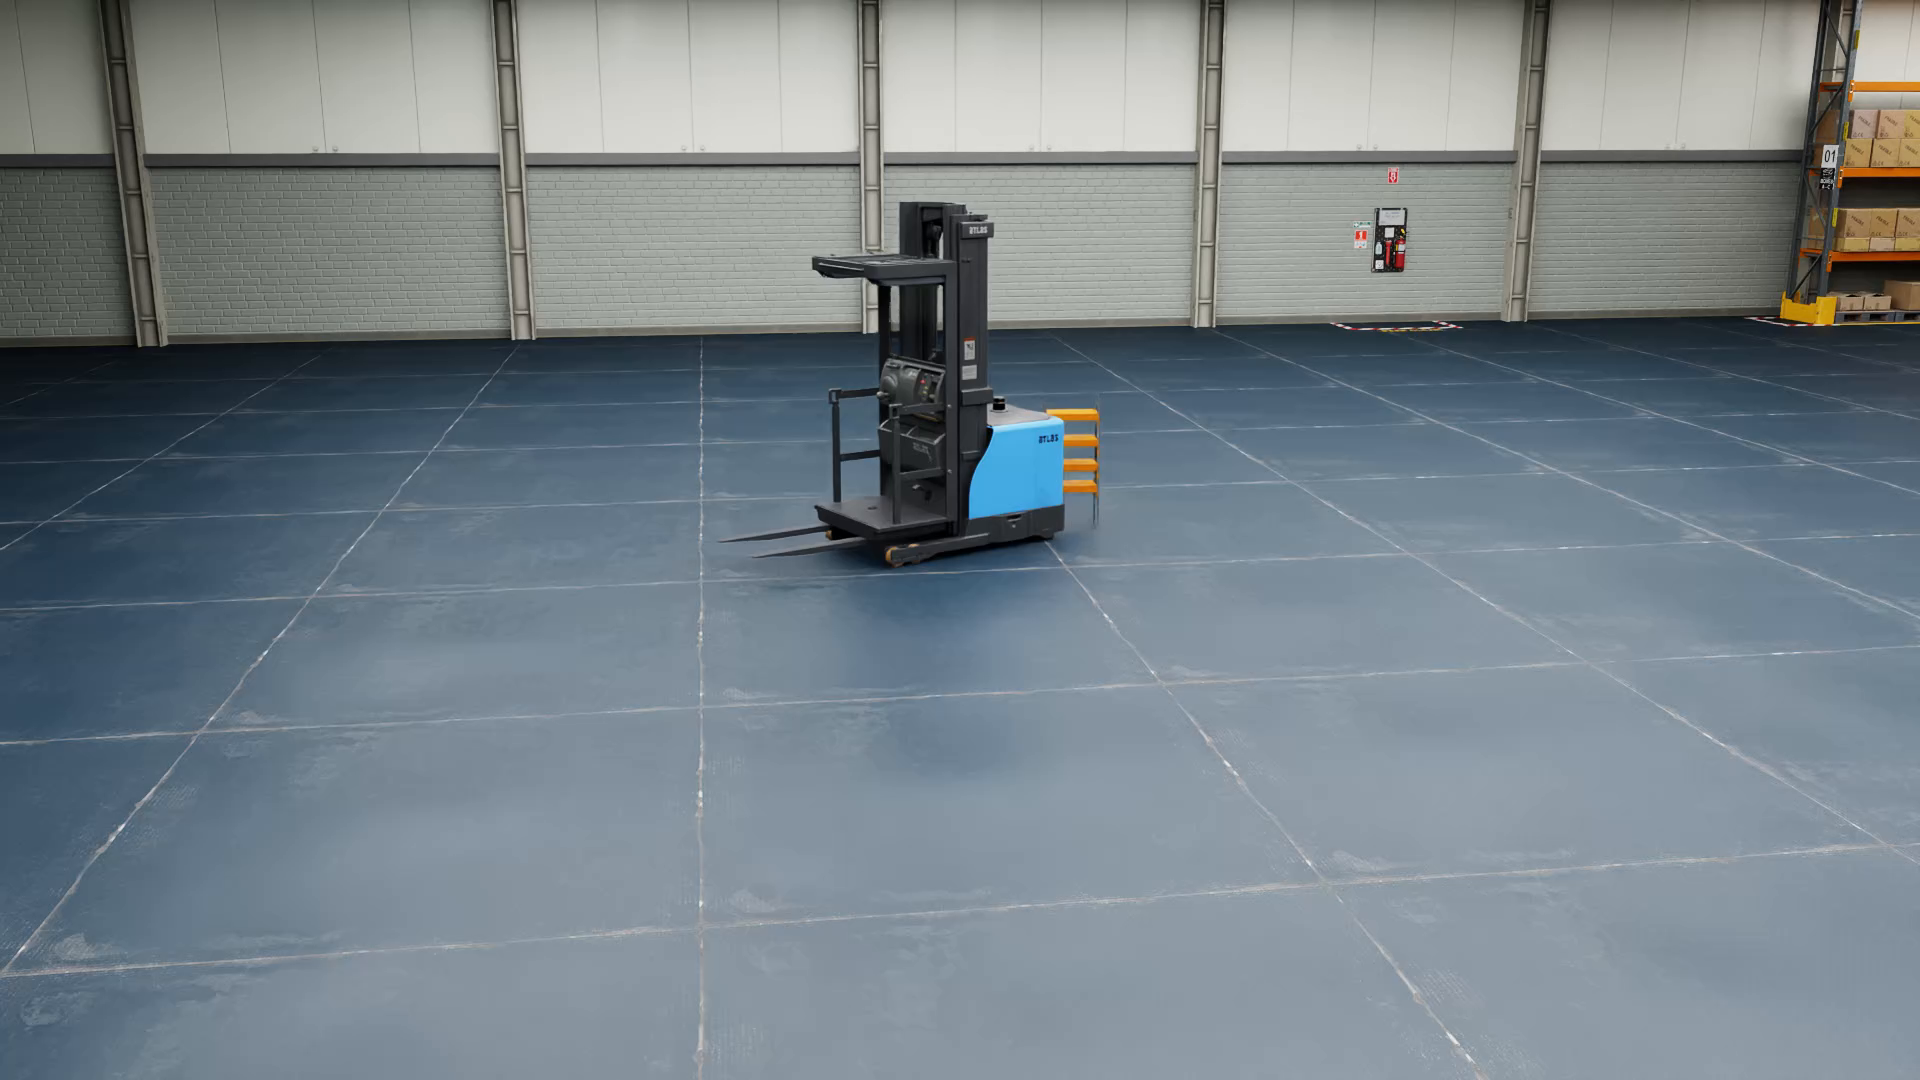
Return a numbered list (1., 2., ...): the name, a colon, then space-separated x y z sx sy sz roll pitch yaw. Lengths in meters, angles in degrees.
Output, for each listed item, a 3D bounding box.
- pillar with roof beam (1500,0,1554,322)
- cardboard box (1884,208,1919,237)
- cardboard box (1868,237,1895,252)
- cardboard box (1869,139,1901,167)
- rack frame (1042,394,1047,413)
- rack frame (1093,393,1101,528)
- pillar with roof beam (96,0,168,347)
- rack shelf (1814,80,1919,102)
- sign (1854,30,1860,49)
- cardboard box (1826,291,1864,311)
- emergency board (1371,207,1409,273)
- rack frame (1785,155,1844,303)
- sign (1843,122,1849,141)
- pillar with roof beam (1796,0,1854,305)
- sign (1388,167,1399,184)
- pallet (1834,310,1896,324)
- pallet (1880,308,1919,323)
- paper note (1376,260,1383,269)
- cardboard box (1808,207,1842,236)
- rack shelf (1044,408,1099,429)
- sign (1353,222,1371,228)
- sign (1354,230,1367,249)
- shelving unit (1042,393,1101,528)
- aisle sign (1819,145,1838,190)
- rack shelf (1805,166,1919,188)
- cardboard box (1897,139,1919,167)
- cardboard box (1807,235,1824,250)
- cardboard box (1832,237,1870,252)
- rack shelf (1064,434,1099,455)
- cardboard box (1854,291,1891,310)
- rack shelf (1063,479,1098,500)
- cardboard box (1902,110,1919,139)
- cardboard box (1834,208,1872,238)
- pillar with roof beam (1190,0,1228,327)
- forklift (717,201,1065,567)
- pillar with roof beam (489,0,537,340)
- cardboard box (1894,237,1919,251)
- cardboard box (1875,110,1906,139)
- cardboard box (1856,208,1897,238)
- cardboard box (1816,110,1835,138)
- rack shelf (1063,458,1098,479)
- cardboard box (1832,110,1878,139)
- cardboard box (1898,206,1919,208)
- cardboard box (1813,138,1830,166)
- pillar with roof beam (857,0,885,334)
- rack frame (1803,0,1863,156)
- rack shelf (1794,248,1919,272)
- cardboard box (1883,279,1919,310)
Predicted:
1. pillar with roof beam: 10.981 -7.429 25.846 0.400 9.000 9.100 -2 14 -8
2. cardboard box: 17.228 -5.817 30.477 0.500 0.500 0.500 -3 14 -10
3. cardboard box: 16.751 -5.439 30.512 0.500 0.250 0.500 -3 14 -10
4. cardboard box: 16.614 -7.015 30.114 0.500 0.500 0.500 -1 14 -5
5. rack frame: 0.759 -0.714 15.101 0.015 1.200 0.240 -1 14 -3
6. rack frame: 1.247 -0.719 15.123 0.015 1.200 0.240 -1 14 -3
7. pillar with roof beam: -12.751 -6.559 22.378 0.400 9.000 9.100 -2 14 -8
8. rack shelf: 17.687 -8.171 30.288 4.000 0.370 1.077 -2 14 -8
9. sign: 15.790 -8.810 29.268 0.005 0.325 0.100 -2 14 -8
10. cardboard box: 16.407 -4.451 30.928 0.500 0.311 0.500 -4 15 -15
11. emergency board: 7.890 -5.474 30.384 0.643 1.169 0.194 -2 14 -8
12. rack frame: 15.709 -5.539 30.641 0.127 3.000 1.000 -2 14 -8
13. sign: 15.790 -7.287 29.649 0.005 0.325 0.100 -2 14 -8
14. pillar with roof beam: 16.914 -7.647 26.713 0.400 9.000 9.100 -2 14 -8
15. sign: 7.868 -6.623 30.197 0.199 0.298 0.001 -2 14 -8
16. pallet: 16.593 -4.210 31.075 1.213 0.211 1.003 -2 14 -8
17. pallet: 17.797 -4.253 31.248 1.213 0.211 1.003 -2 14 -8
18. paper note: 7.705 -5.057 30.532 0.142 0.148 0.016 -2 14 -8
19. cardboard box: 16.144 -5.908 30.838 0.500 0.500 0.500 -2 14 -9
20. rack shelf: 1.003 -1.098 15.017 0.480 0.148 0.258 -1 14 -3
21. sign: 7.334 -5.752 30.327 0.331 0.109 0.001 -2 14 -8
22. sign: 7.328 -5.497 30.399 0.234 0.329 0.001 -2 14 -8
23. shelving unit: 1.003 -0.716 15.112 0.503 1.200 0.258 -1 14 -3
24. aisle sign: 15.683 -6.725 30.027 0.004 0.787 0.394 -2 14 -8
25. rack shelf: 17.687 -6.717 30.653 4.000 0.370 1.077 -2 14 -8
26. cardboard box: 17.127 -7.035 30.192 0.500 0.500 0.500 -1 14 -6
27. cardboard box: 16.143 -5.539 30.910 0.500 0.250 0.500 -2 14 -7
28. cardboard box: 16.239 -5.417 30.423 0.500 0.250 0.500 -3 14 -10
29. rack shelf: 1.003 -0.868 15.074 0.480 0.148 0.258 -1 14 -3
30. cardboard box: 16.971 -4.472 31.011 0.500 0.311 0.500 -1 14 -4
31. rack shelf: 1.003 -0.459 15.177 0.480 0.148 0.258 -1 14 -3
32. cardboard box: 17.135 -7.520 30.071 0.500 0.500 0.500 -2 14 -7
33. cardboard box: 16.226 -5.784 30.346 0.500 0.500 0.500 -2 14 -8
34. pillar with roof beam: 5.048 -7.212 24.979 0.400 9.000 9.100 -2 14 -8
35. forklift: -0.581 -1.343 14.050 3.031 2.935 1.130 -9 17 -33
36. pillar with roof beam: -6.818 -6.777 23.245 0.400 9.000 9.100 -2 14 -8
37. cardboard box: 17.255 -5.456 30.579 0.500 0.250 0.500 -2 14 -9
38. cardboard box: 16.630 -7.498 29.987 0.500 0.500 0.500 -2 14 -9
39. cardboard box: 16.717 -5.800 30.408 0.500 0.500 0.500 -2 14 -8
40. cardboard box: 16.097 -7.615 30.453 0.500 0.500 0.500 -1 14 -6
41. rack shelf: 1.003 -0.651 15.129 0.480 0.148 0.258 -1 14 -3
42. cardboard box: 16.127 -7.492 29.963 0.500 0.500 0.500 -3 14 -12
43. cardboard box: 17.652 -5.962 31.053 0.500 0.500 0.500 -2 14 -8
44. cardboard box: 16.084 -7.128 30.565 0.500 0.500 0.500 -1 14 -4
45. pillar with roof beam: -0.885 -6.994 24.112 0.400 9.000 9.100 -2 14 -8
46. rack frame: 15.709 -8.449 29.911 0.127 3.000 1.000 -2 14 -8
47. rack shelf: 17.687 -5.262 31.018 4.000 0.370 1.077 -2 14 -8
48. cardboard box: 17.704 -4.578 31.046 0.500 0.500 0.700 -3 14 -12
